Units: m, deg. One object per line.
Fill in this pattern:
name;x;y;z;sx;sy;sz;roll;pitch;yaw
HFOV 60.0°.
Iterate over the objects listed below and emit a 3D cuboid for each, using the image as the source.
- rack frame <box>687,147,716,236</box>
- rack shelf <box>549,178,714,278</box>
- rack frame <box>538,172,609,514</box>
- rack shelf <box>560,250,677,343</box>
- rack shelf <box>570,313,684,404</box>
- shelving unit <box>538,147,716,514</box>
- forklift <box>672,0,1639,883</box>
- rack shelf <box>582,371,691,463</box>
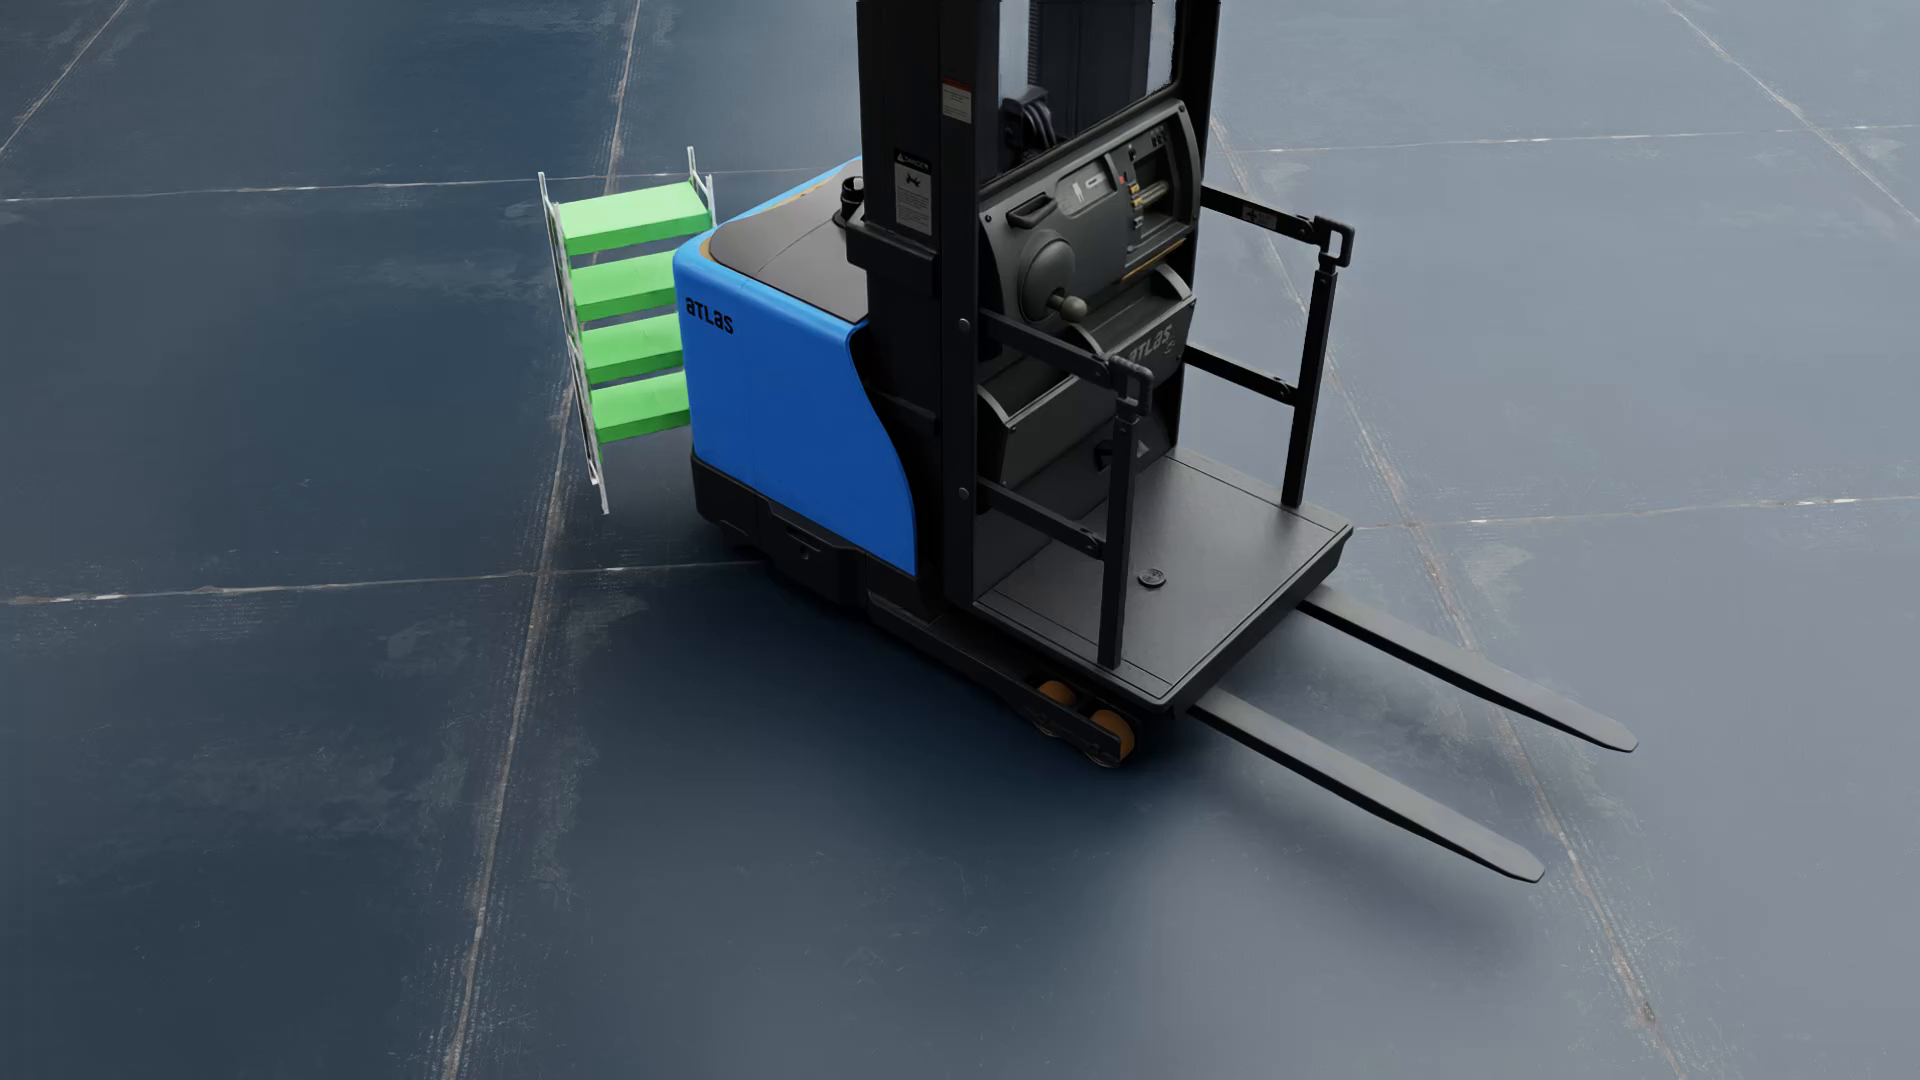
rack frame;-0.840;-0.747;5.729;0.015;1.200;0.240;-14;40;-17
rack shelf;-1.066;-1.016;5.398;0.480;0.148;0.258;-14;40;-17
rack frame;-1.291;-0.632;5.582;0.015;1.200;0.240;-14;40;-17
rack shelf;-1.066;-0.828;5.546;0.480;0.148;0.258;-14;40;-17
rack shelf;-1.066;-0.639;5.695;0.480;0.148;0.258;-14;40;-17
shelving unit;-1.066;-0.690;5.655;0.503;1.200;0.258;-14;40;-17
forklift;0.537;-0.856;4.468;3.031;2.935;1.130;27;46;30
rack shelf;-1.066;-0.451;5.844;0.480;0.148;0.258;-14;40;-17
